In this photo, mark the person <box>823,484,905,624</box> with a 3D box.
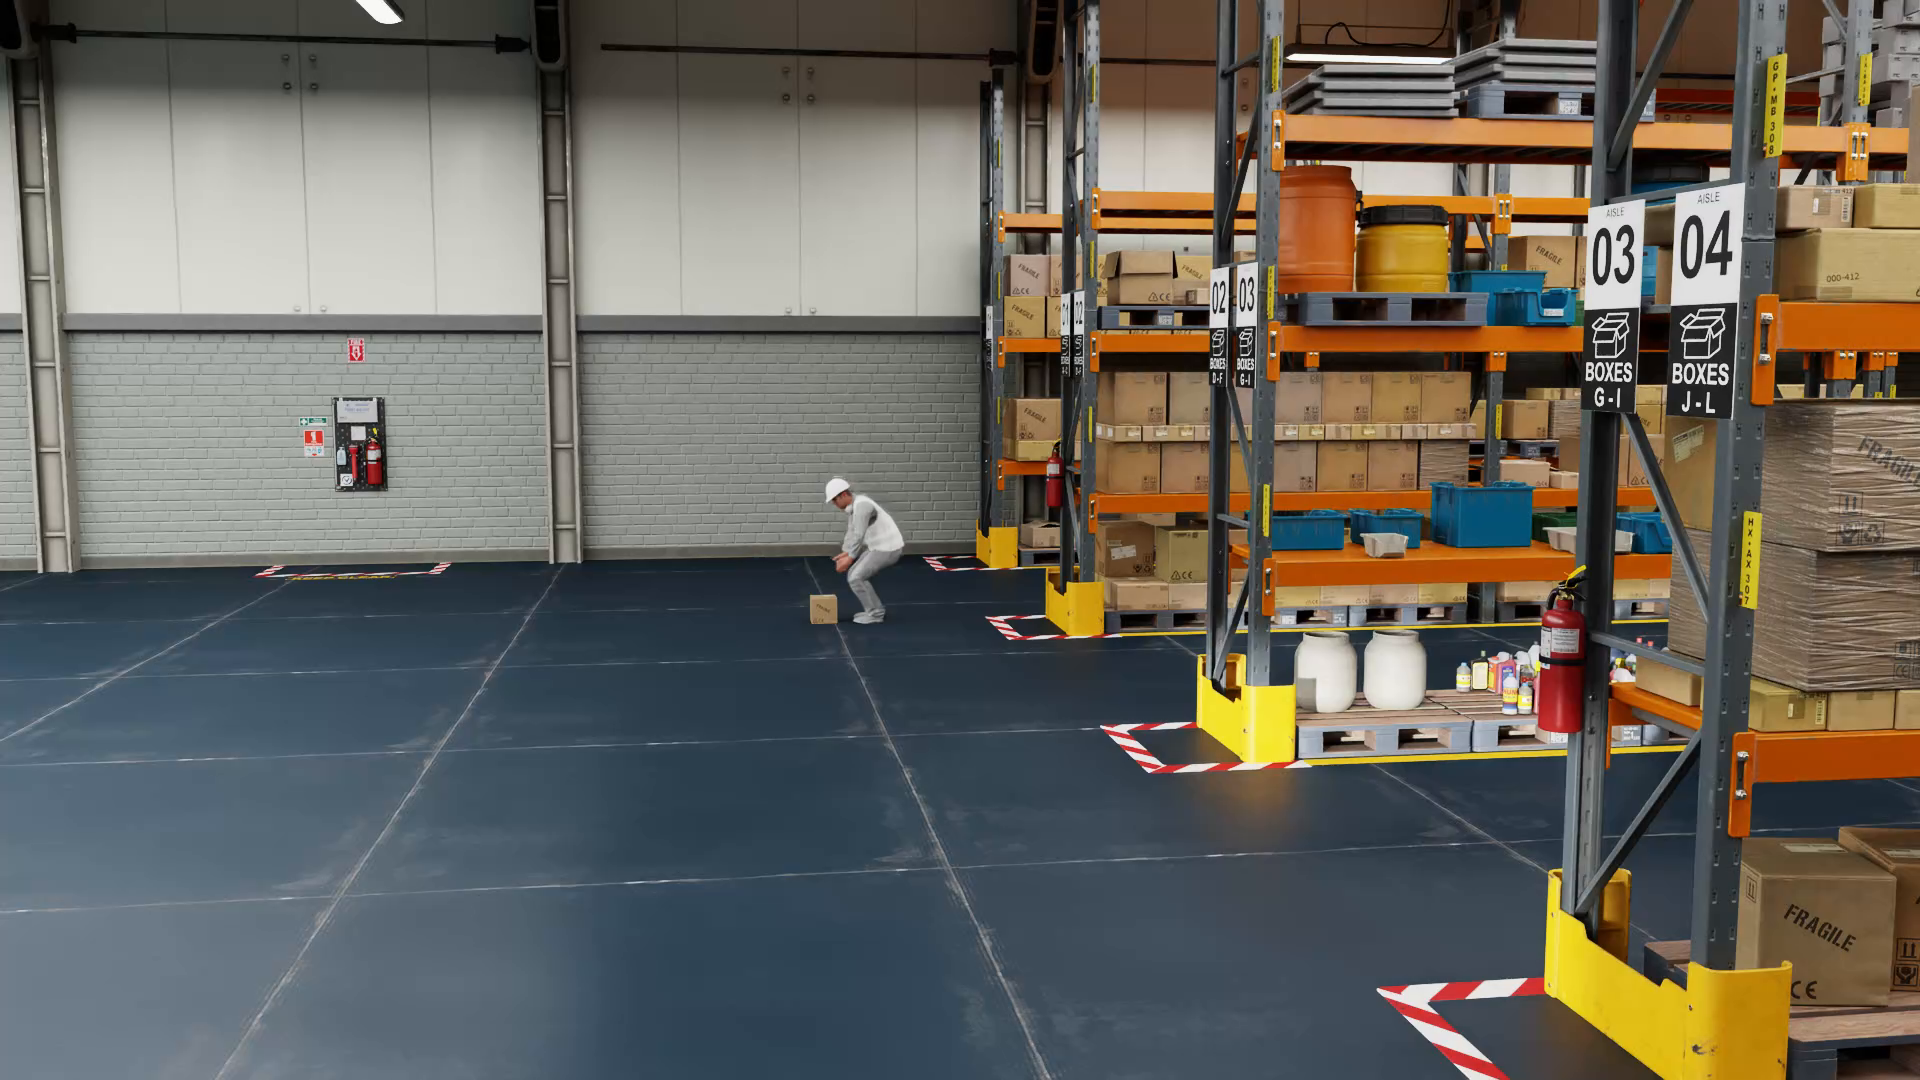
[{"bbox_3d":[-0.944,0.129,16.314,0.799,1.360,0.589,-1,7,-9],"label":"person"}]
